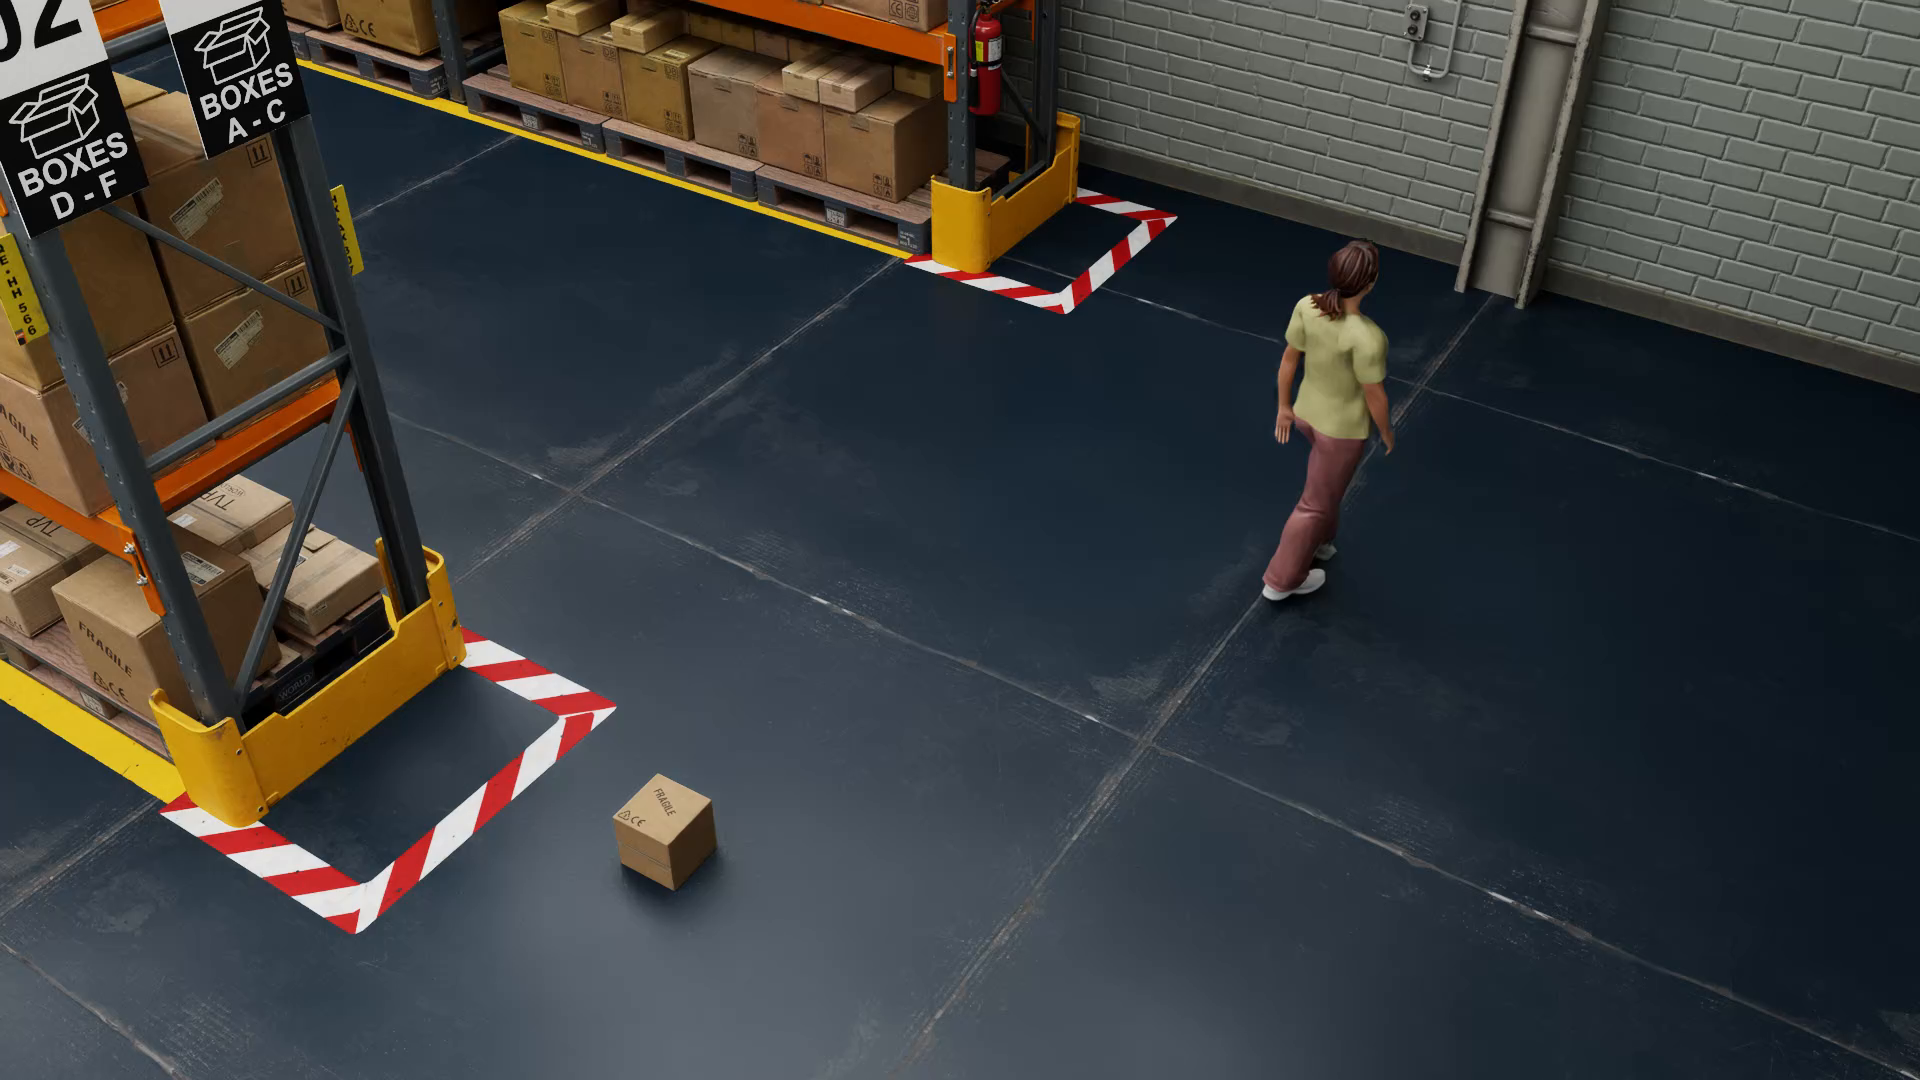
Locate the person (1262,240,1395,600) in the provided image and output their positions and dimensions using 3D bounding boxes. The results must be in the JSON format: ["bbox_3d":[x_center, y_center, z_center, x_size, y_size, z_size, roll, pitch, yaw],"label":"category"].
[{"bbox_3d":[1.531,-0.449,6.737,0.535,1.722,0.444,-19,42,-22],"label":"person"}]
